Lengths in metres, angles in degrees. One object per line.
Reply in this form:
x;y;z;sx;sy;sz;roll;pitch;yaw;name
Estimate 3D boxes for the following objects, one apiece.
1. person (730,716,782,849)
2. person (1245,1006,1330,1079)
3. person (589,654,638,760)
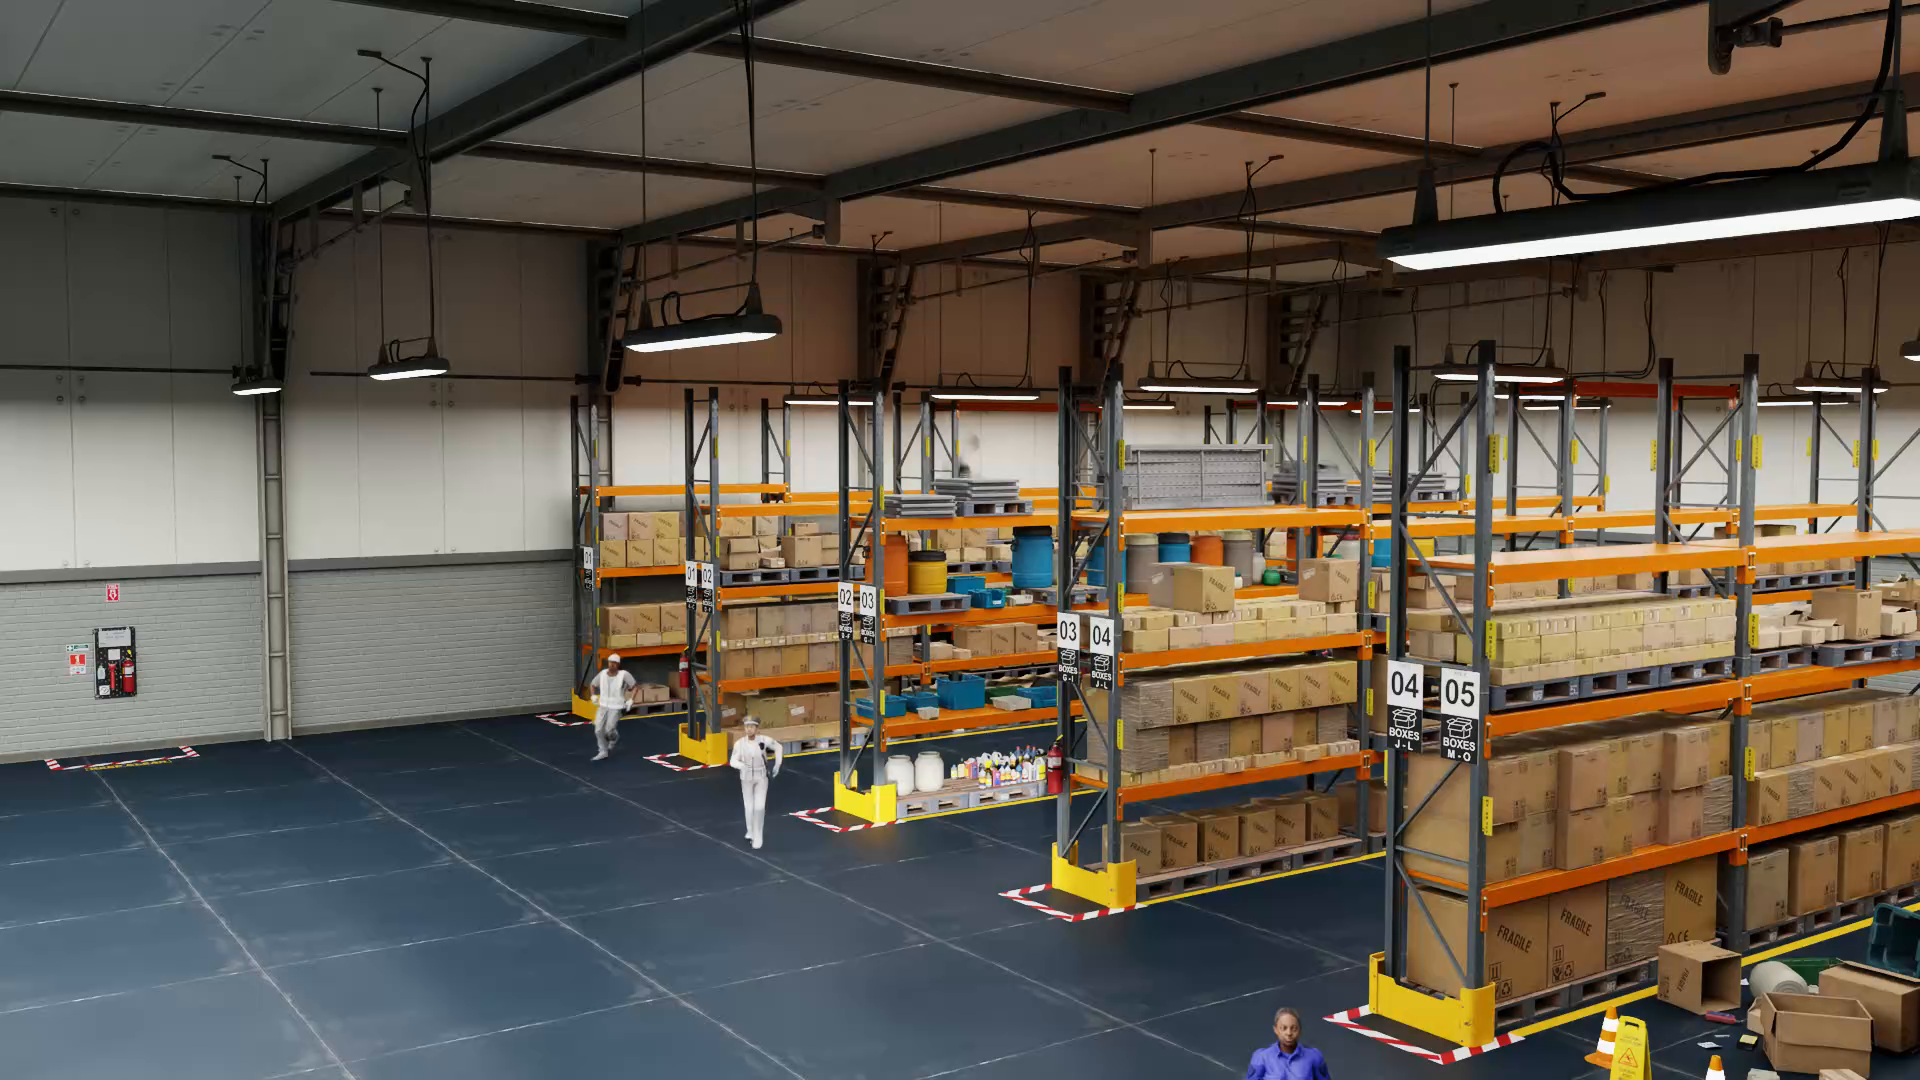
-2.587;3.051;21.076;0.619;1.682;0.836;0;3;2;person
2.049;3.731;10.375;0.571;1.608;0.551;0;3;8;person
-5.626;2.691;26.916;0.780;1.717;0.560;1;3;9;person
